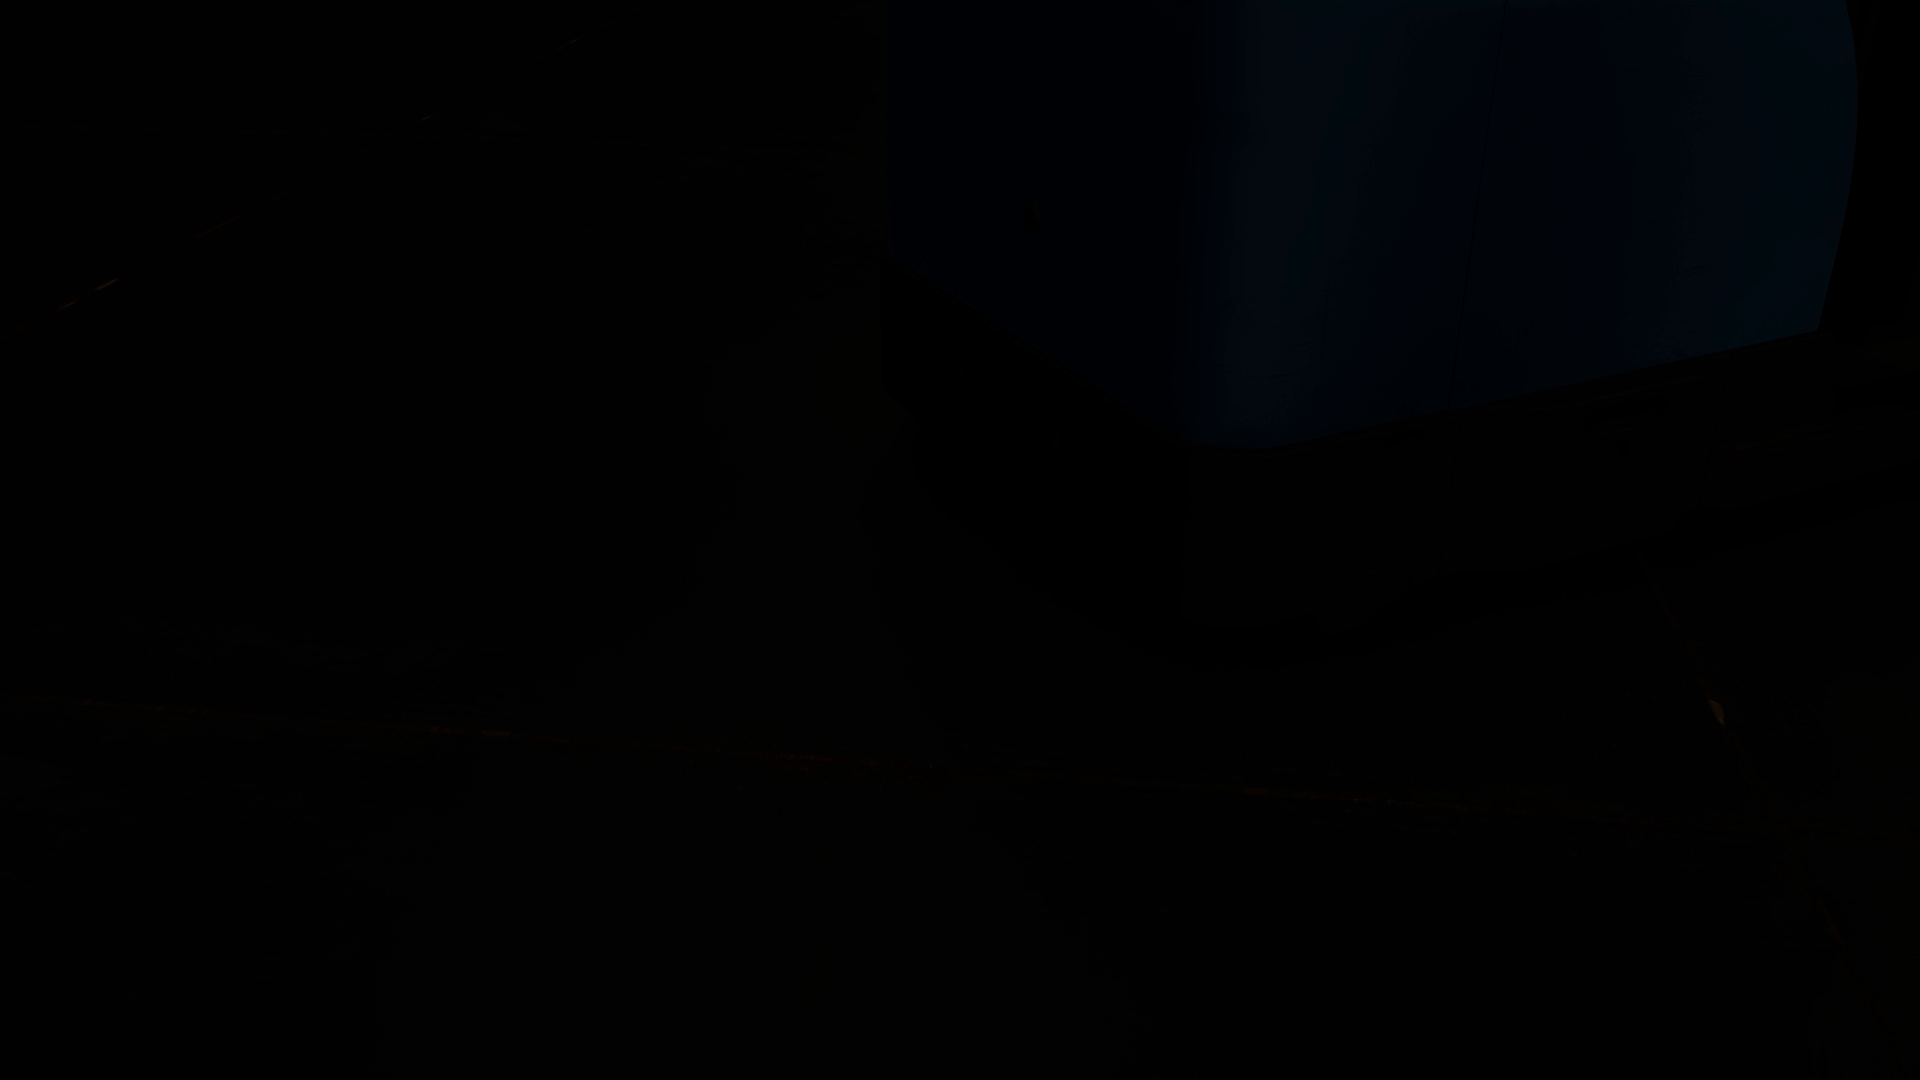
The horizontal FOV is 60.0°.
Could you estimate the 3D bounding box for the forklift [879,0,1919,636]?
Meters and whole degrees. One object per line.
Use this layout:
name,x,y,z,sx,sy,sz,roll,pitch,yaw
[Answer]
forklift,1.418,-1.630,2.485,3.031,2.935,1.130,-13,29,-24
